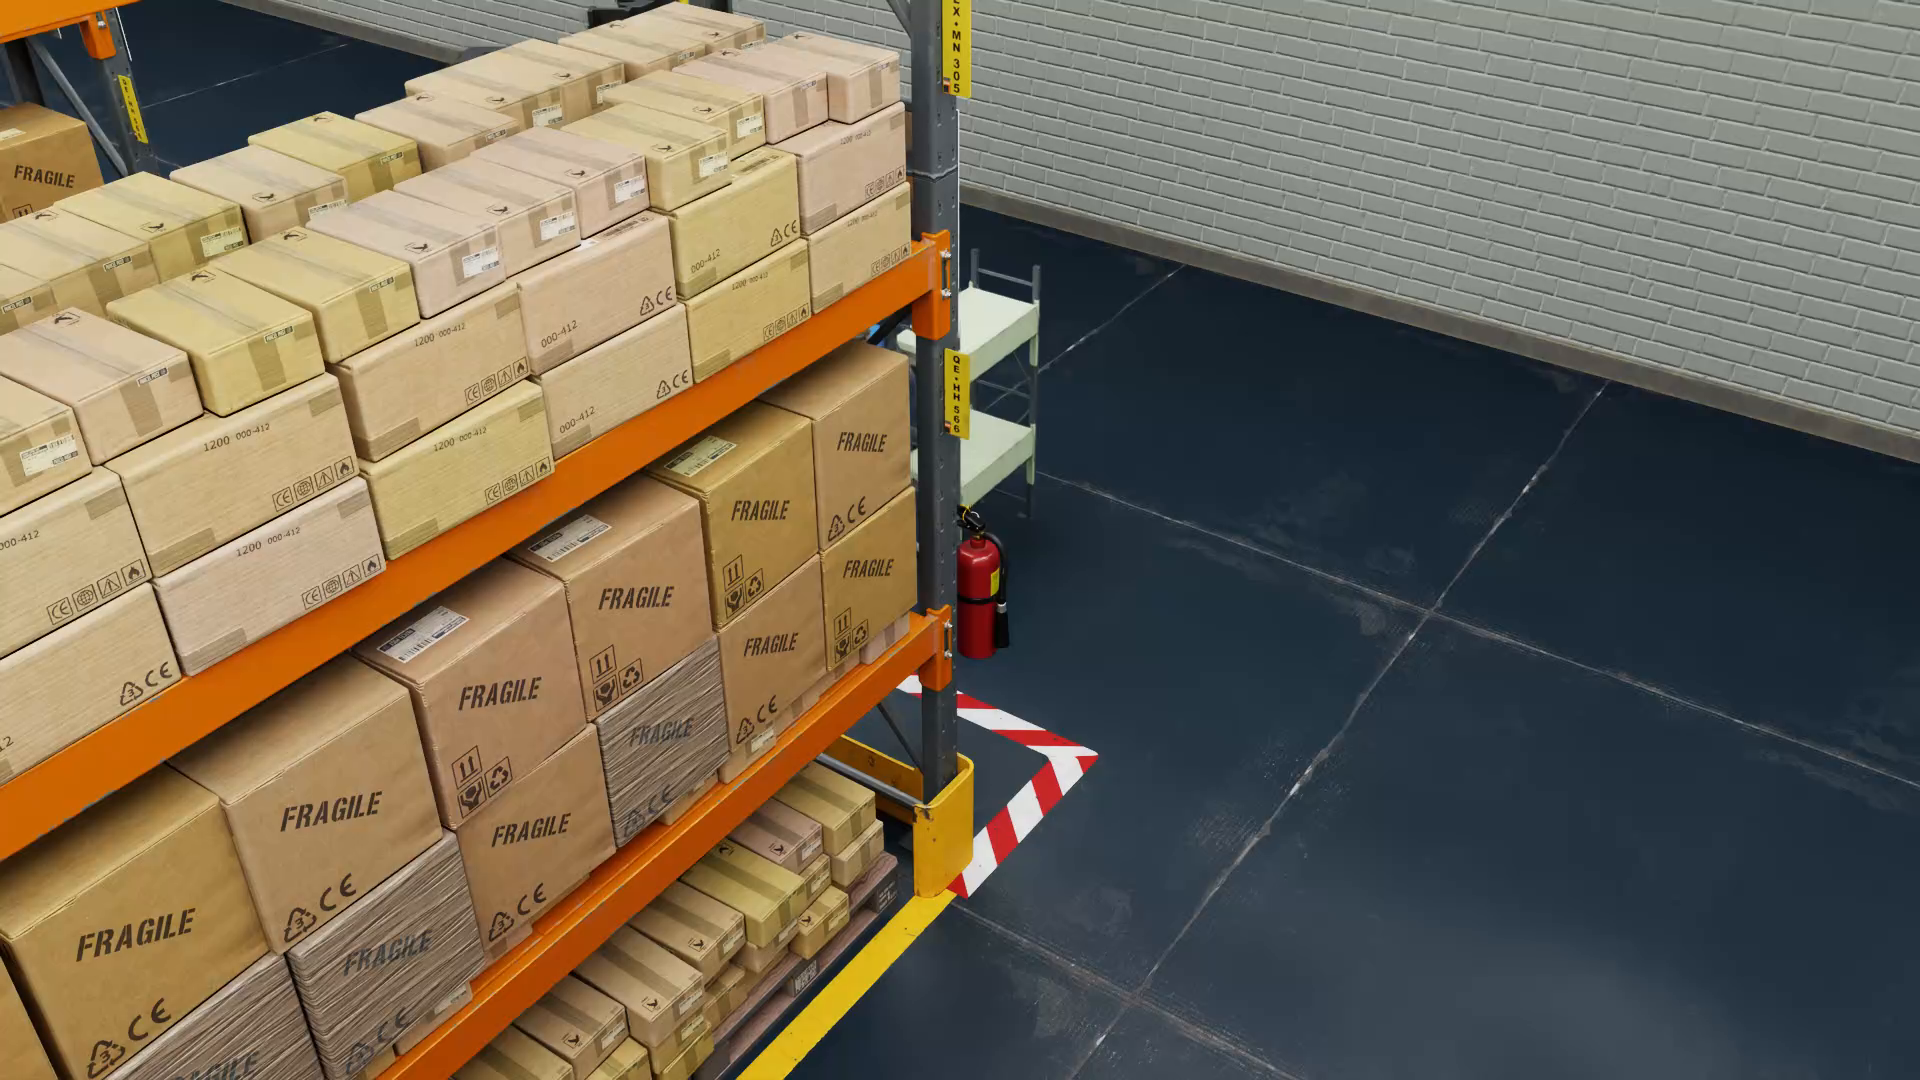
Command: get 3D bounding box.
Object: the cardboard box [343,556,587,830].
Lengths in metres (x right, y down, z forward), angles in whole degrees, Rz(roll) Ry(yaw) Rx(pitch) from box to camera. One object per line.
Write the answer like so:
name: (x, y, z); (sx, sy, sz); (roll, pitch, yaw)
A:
cardboard box: (-1.388, 0.360, 4.468); (0.500, 0.500, 0.500); (20, 39, 27)

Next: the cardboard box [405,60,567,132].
cardboard box: (-1.340, -1.222, 4.709); (0.380, 0.149, 0.250); (22, 40, 29)

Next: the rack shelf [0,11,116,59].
rack shelf: (-5.612, -1.725, 6.764); (1.077, 0.370, 4.000); (21, 39, 28)

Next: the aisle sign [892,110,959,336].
aisle sign: (-0.166, -1.085, 5.532); (0.394, 0.787, 0.004); (21, 39, 28)

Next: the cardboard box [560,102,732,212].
cardboard box: (-0.831, -1.020, 4.410); (0.380, 0.149, 0.250); (22, 40, 29)

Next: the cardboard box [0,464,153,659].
cardboard box: (-1.975, 0.010, 3.243); (0.500, 0.250, 0.500); (21, 39, 28)

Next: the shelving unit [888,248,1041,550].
shelving unit: (0.029, -0.622, 8.506); (0.431, 1.500, 0.755); (20, 39, 27)

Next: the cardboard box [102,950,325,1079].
cardboard box: (-1.969, 1.228, 4.077); (0.500, 0.500, 0.500); (21, 39, 28)

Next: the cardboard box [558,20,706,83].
cardboard box: (-0.986, -1.435, 5.024); (0.380, 0.149, 0.250); (23, 40, 30)

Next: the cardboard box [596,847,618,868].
cardboard box: (-1.215, 0.838, 5.232); (0.380, 0.149, 0.250); (20, 39, 26)

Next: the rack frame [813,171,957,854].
rack frame: (-0.454, -0.071, 6.352); (1.000, 3.000, 0.127); (21, 39, 28)

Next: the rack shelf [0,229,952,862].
rack shelf: (-1.595, -0.095, 4.352); (1.077, 0.370, 4.000); (21, 39, 28)

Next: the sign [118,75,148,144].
sign: (-4.033, -2.099, 8.107); (0.100, 0.325, 0.005); (21, 39, 28)

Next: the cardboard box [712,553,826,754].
cardboard box: (-0.797, 0.289, 5.466); (0.500, 0.500, 0.500); (21, 39, 27)

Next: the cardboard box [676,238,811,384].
cardboard box: (-0.781, -0.720, 4.769); (0.500, 0.250, 0.500); (21, 39, 28)

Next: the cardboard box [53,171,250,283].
cardboard box: (-1.937, -0.740, 3.997); (0.380, 0.149, 0.250); (21, 39, 27)

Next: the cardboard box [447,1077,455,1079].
cardboard box: (-1.629, 1.828, 5.183); (0.380, 0.149, 0.250); (20, 39, 26)

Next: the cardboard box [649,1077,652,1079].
cardboard box: (-1.264, 1.865, 5.661); (0.380, 0.149, 0.250); (22, 40, 29)

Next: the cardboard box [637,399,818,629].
cardboard box: (-0.800, -0.126, 5.187); (0.500, 0.500, 0.500); (20, 39, 27)

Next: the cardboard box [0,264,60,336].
cardboard box: (-2.193, -0.496, 3.635); (0.380, 0.149, 0.250); (20, 39, 26)

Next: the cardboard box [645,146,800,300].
cardboard box: (-0.798, -0.929, 4.632); (0.500, 0.250, 0.500); (20, 39, 27)

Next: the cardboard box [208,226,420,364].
cardboard box: (-1.443, -0.553, 3.720); (0.380, 0.149, 0.250); (20, 39, 27)

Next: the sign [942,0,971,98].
sign: (-0.010, -1.493, 4.988); (0.100, 0.325, 0.005); (21, 39, 28)

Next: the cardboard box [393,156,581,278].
cardboard box: (-1.159, -0.797, 4.081); (0.380, 0.149, 0.250); (22, 40, 29)

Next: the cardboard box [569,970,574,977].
cardboard box: (-1.542, 1.457, 5.998); (0.380, 0.149, 0.250); (19, 39, 26)

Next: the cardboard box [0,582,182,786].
cardboard box: (-1.976, 0.228, 3.368); (0.500, 0.250, 0.500); (21, 39, 27)

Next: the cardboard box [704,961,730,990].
cardboard box: (-1.053, 1.478, 5.967); (0.380, 0.149, 0.250); (21, 39, 28)

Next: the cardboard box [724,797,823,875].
cardboard box: (-0.738, 1.112, 6.243); (0.380, 0.149, 0.250); (22, 40, 29)

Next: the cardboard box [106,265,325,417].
cardboard box: (-1.581, -0.428, 3.536); (0.380, 0.149, 0.250); (23, 41, 30)

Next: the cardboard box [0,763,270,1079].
cardboard box: (-1.994, 0.818, 3.791); (0.500, 0.500, 0.500); (20, 39, 27)

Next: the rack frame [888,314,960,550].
rack frame: (-0.171, -0.450, 8.253); (0.400, 1.500, 0.023); (20, 39, 27)

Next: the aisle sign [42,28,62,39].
aisle sign: (-4.677, -2.907, 8.226); (0.394, 0.787, 0.004); (21, 39, 28)

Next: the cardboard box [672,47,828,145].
cardboard box: (-0.606, -1.287, 4.806); (0.380, 0.149, 0.250); (22, 40, 29)

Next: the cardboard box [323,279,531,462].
cardboard box: (-1.390, -0.466, 3.947); (0.500, 0.250, 0.500); (19, 39, 26)

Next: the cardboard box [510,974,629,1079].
cardboard box: (-1.330, 1.598, 5.524); (0.380, 0.149, 0.250); (20, 39, 27)

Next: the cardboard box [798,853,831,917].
cardboard box: (-0.714, 1.250, 6.304); (0.380, 0.149, 0.250); (20, 39, 27)

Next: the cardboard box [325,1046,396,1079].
cardboard box: (-1.752, 1.348, 4.479); (0.380, 0.149, 0.250); (22, 40, 29)

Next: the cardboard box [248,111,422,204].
cardboard box: (-1.629, -0.979, 4.349); (0.380, 0.149, 0.250); (23, 40, 30)

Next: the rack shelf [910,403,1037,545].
rack shelf: (0.029, -0.352, 8.689); (0.431, 0.370, 0.720); (20, 39, 27)

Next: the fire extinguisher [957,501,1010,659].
fire extinguisher: (0.069, 0.147, 6.432); (0.296, 0.674, 0.183); (21, 39, 28)

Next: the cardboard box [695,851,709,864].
cardboard box: (-1.098, 1.222, 6.611); (0.380, 0.149, 0.250); (21, 39, 28)

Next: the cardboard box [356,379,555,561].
cardboard box: (-1.362, -0.245, 4.067); (0.500, 0.250, 0.500); (23, 40, 30)

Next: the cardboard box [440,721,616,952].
cardboard box: (-1.371, 0.752, 4.781); (0.500, 0.500, 0.500); (23, 41, 30)

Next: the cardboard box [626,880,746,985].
cardboard box: (-0.981, 1.371, 5.860); (0.380, 0.149, 0.250); (20, 39, 26)

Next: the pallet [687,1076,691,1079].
pallet: (-1.686, 2.041, 5.719); (1.003, 0.211, 1.213); (21, 39, 28)

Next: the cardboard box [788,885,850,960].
cardboard box: (-0.646, 1.396, 6.354); (0.380, 0.149, 0.250); (23, 40, 30)

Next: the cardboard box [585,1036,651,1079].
cardboard box: (-1.262, 1.741, 5.577); (0.380, 0.149, 0.250); (23, 41, 30)

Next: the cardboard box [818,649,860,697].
cardboard box: (-0.581, 0.376, 5.916); (0.380, 0.149, 0.250); (21, 39, 28)

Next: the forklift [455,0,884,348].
forklift: (-1.897, -1.210, 8.098); (3.031, 2.935, 1.130); (0, 34, -1)

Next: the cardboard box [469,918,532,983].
cardboard box: (-1.479, 1.089, 4.862); (0.380, 0.149, 0.250); (23, 40, 30)

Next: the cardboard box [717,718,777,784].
cardboard box: (-0.838, 0.621, 5.553); (0.380, 0.149, 0.250); (22, 40, 29)

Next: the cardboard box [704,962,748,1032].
cardboard box: (-0.998, 1.608, 6.040); (0.380, 0.149, 0.250); (22, 40, 29)
